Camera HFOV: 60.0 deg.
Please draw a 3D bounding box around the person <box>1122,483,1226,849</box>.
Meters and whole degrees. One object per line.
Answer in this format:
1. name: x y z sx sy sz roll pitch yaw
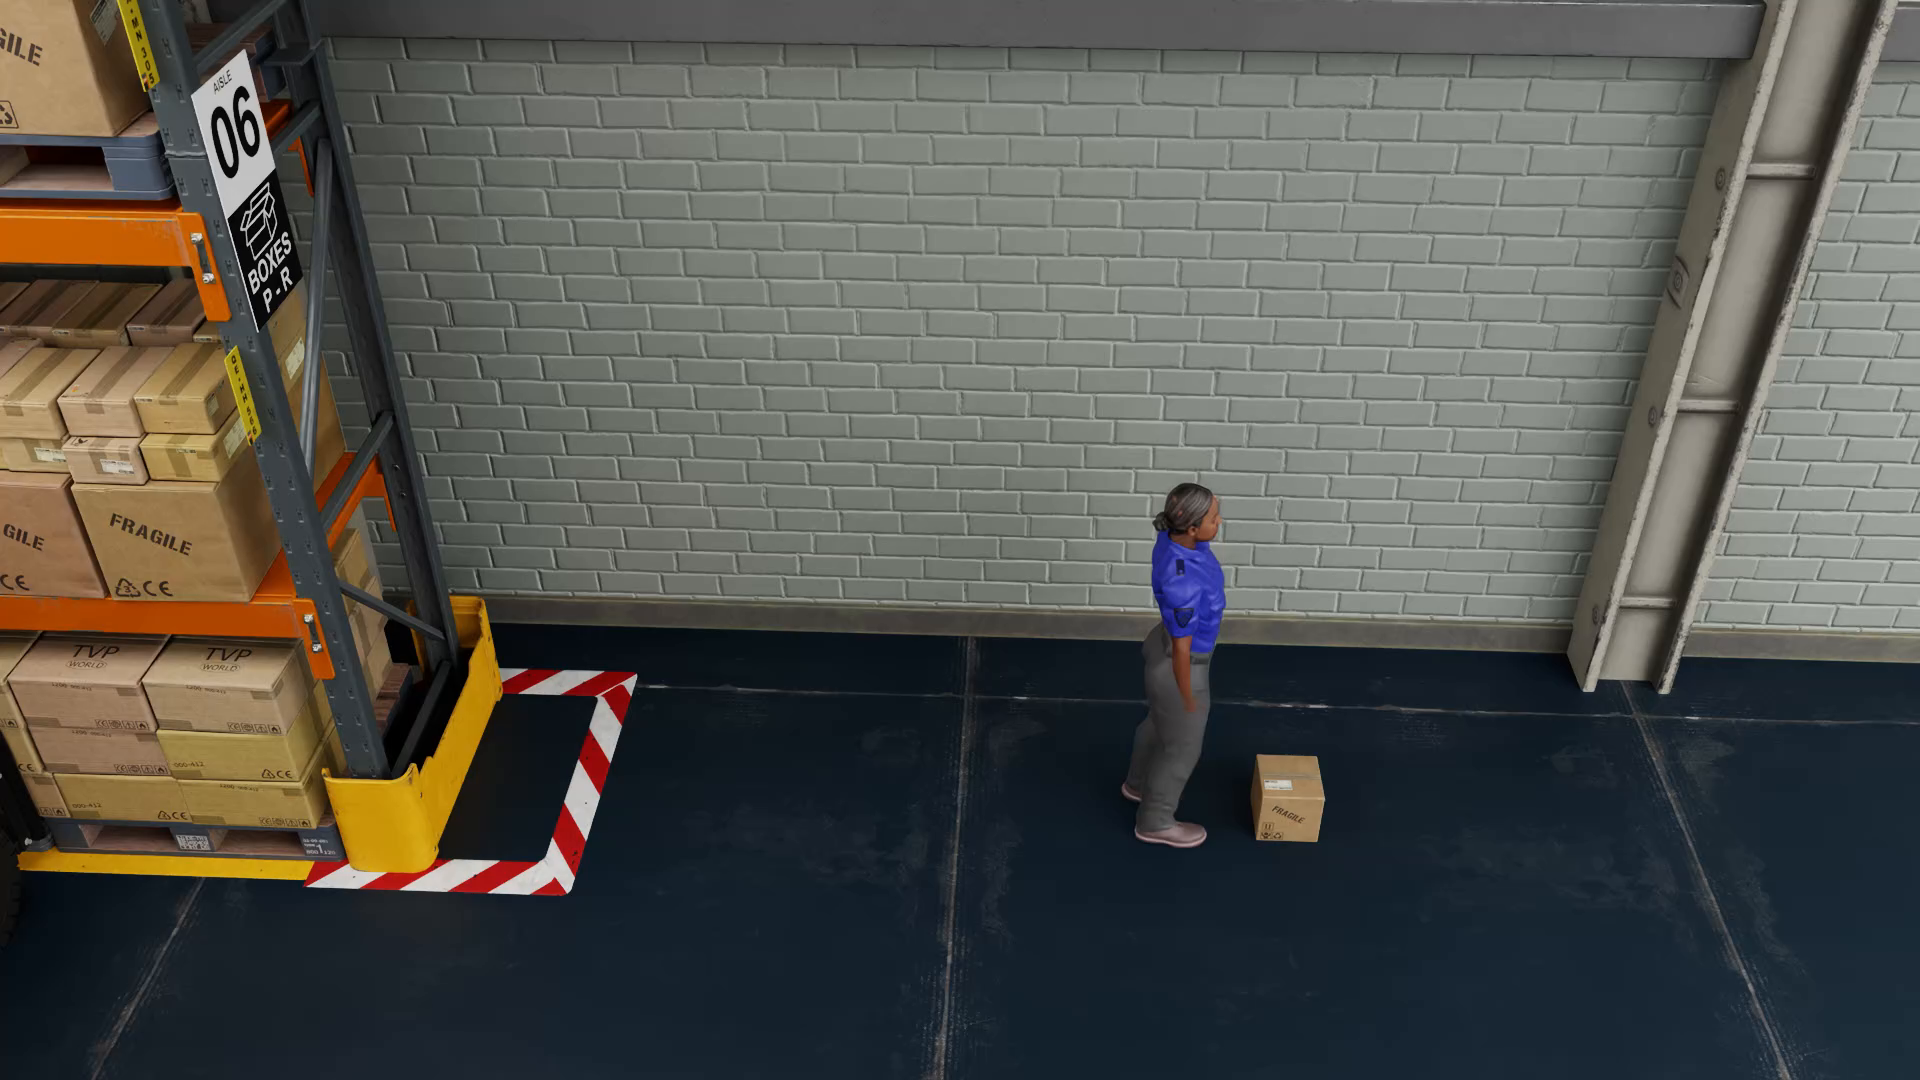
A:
1. person: 0.847 0.496 6.474 0.346 1.699 0.435 2 36 3
